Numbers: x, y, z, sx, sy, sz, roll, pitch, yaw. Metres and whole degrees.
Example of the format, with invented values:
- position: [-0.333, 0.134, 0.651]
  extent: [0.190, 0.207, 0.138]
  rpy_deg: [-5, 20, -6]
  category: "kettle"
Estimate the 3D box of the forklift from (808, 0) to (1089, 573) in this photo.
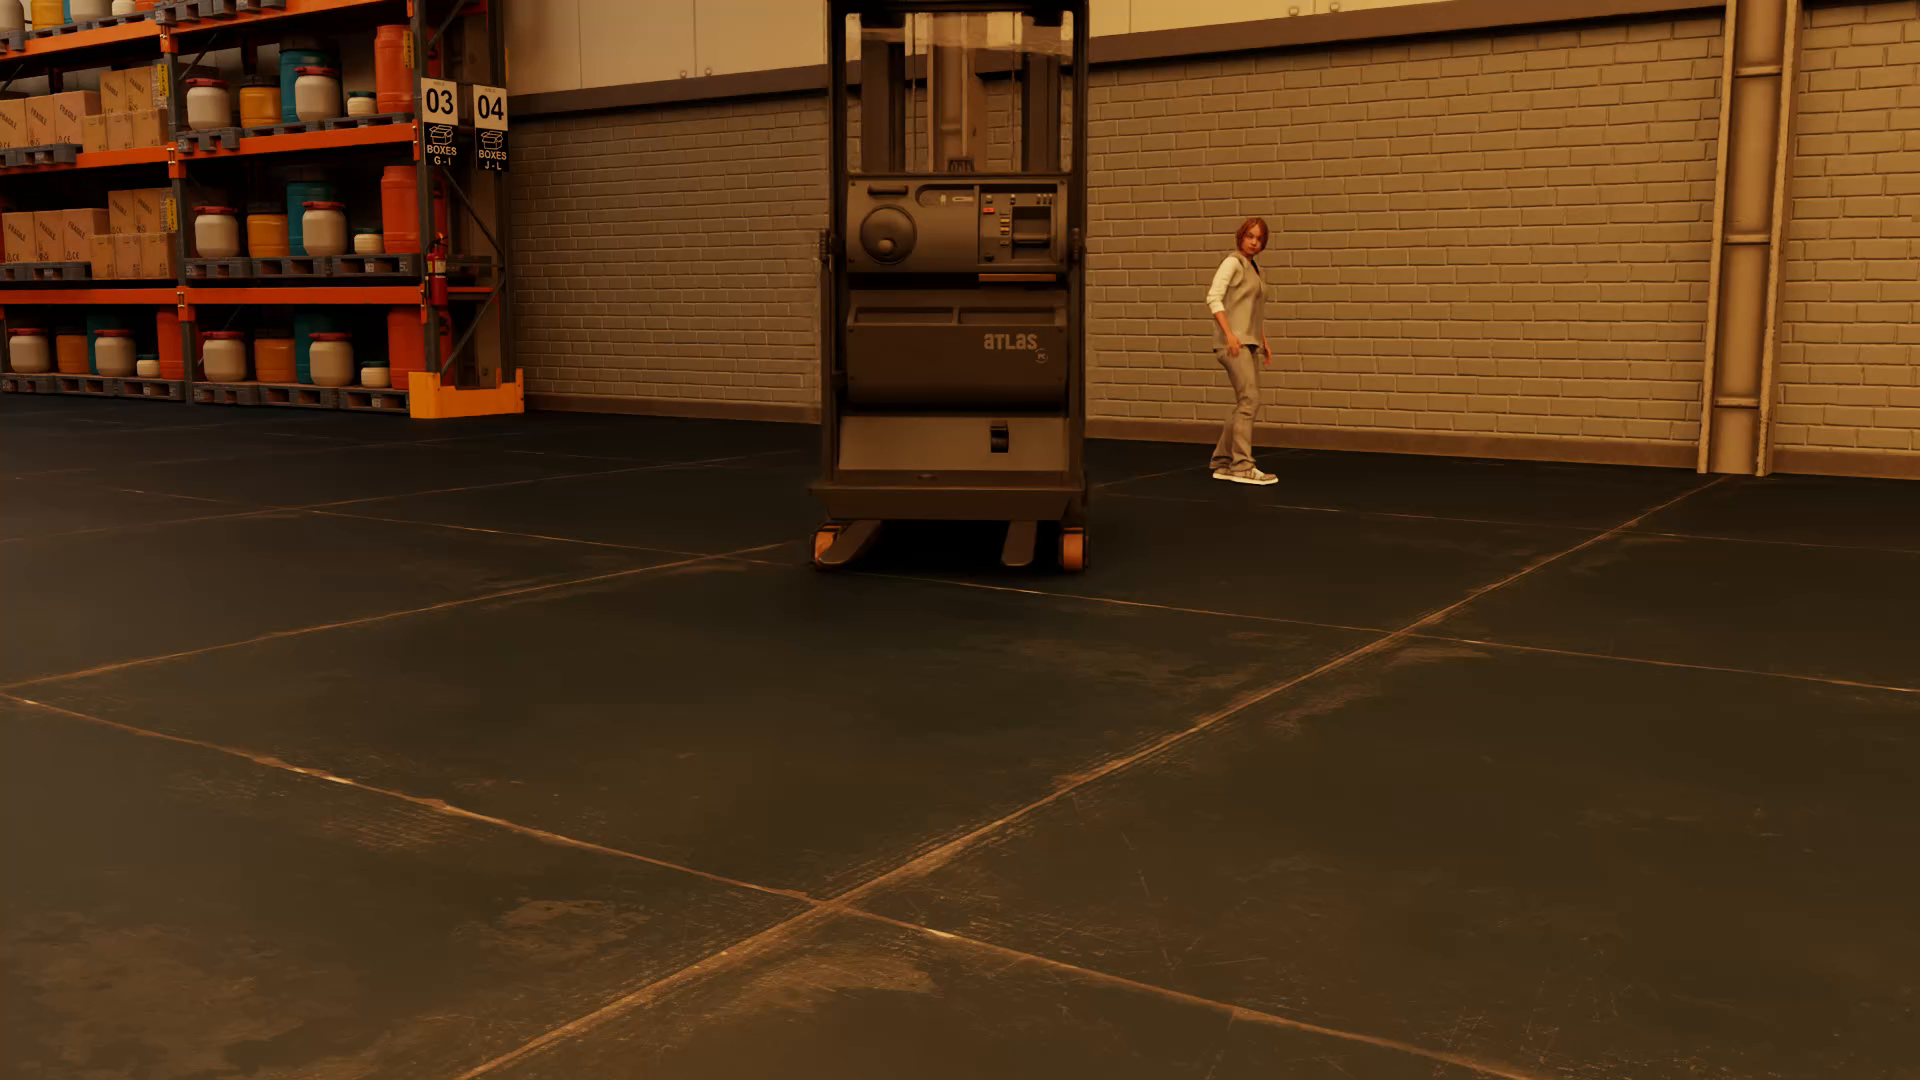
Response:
- position: [-0.024, -1.364, 6.786]
  extent: [1.130, 2.935, 3.031]
  rpy_deg: [1, 8, 4]
  category: "forklift"

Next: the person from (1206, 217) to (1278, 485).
- position: [1.735, -1.133, 9.975]
  extent: [0.456, 1.582, 0.621]
  rpy_deg: [4, 9, 24]
  category: "person"
